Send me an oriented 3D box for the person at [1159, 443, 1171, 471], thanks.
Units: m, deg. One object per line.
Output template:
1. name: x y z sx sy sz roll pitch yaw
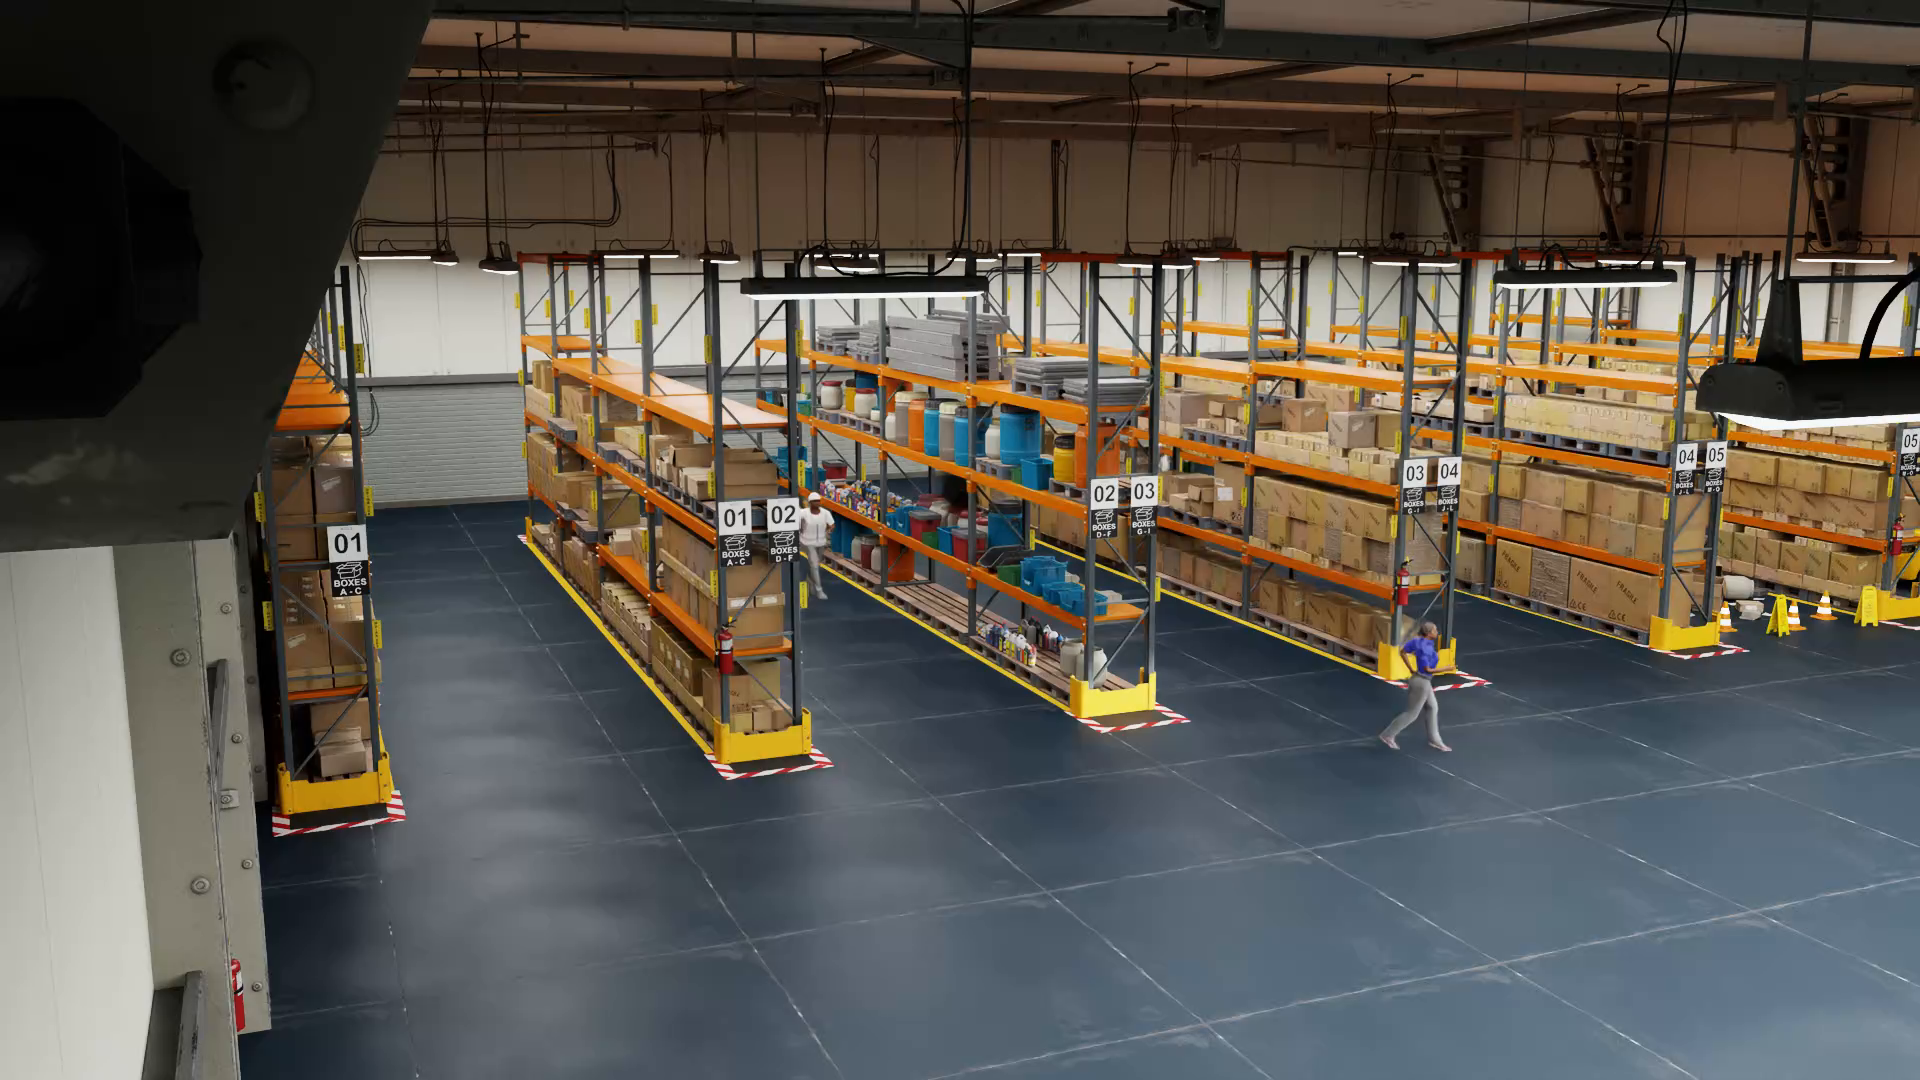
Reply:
1. person: 4.479 -1.340 37.486 0.638 1.764 0.688 -4 11 -20

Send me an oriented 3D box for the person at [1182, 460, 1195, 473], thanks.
1. person: 5.790 -2.077 41.831 0.999 1.625 0.725 8 13 37

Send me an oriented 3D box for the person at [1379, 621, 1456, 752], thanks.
1. person: 5.646 1.820 20.496 0.899 1.662 0.539 1 10 7

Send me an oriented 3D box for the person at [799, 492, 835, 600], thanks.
1. person: -2.433 0.095 27.980 0.701 1.819 0.911 -6 12 -28
